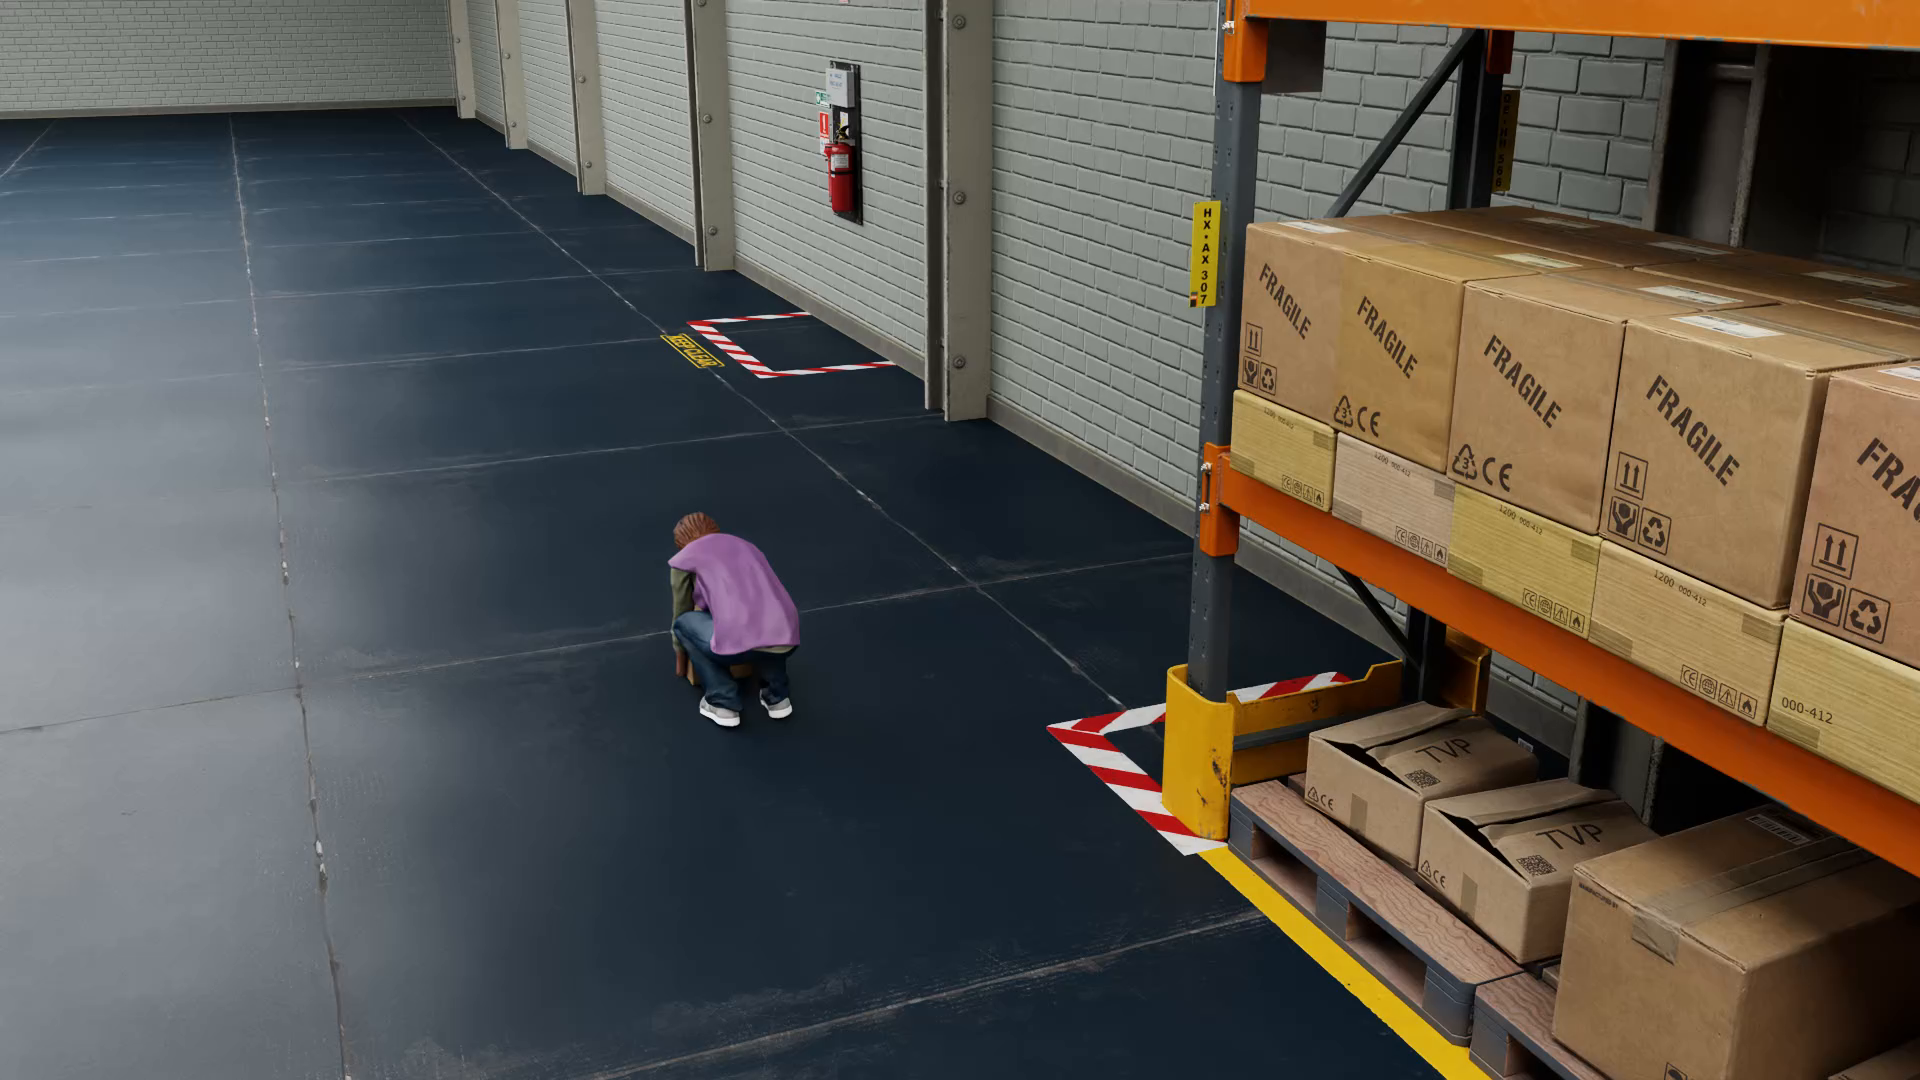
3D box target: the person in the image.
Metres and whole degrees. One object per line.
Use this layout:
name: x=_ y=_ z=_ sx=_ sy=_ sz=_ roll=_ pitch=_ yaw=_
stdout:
person: x=-0.901 y=0.345 z=6.569 sx=0.431 sy=0.764 sz=0.834 roll=-8 pitch=21 yaw=-23
